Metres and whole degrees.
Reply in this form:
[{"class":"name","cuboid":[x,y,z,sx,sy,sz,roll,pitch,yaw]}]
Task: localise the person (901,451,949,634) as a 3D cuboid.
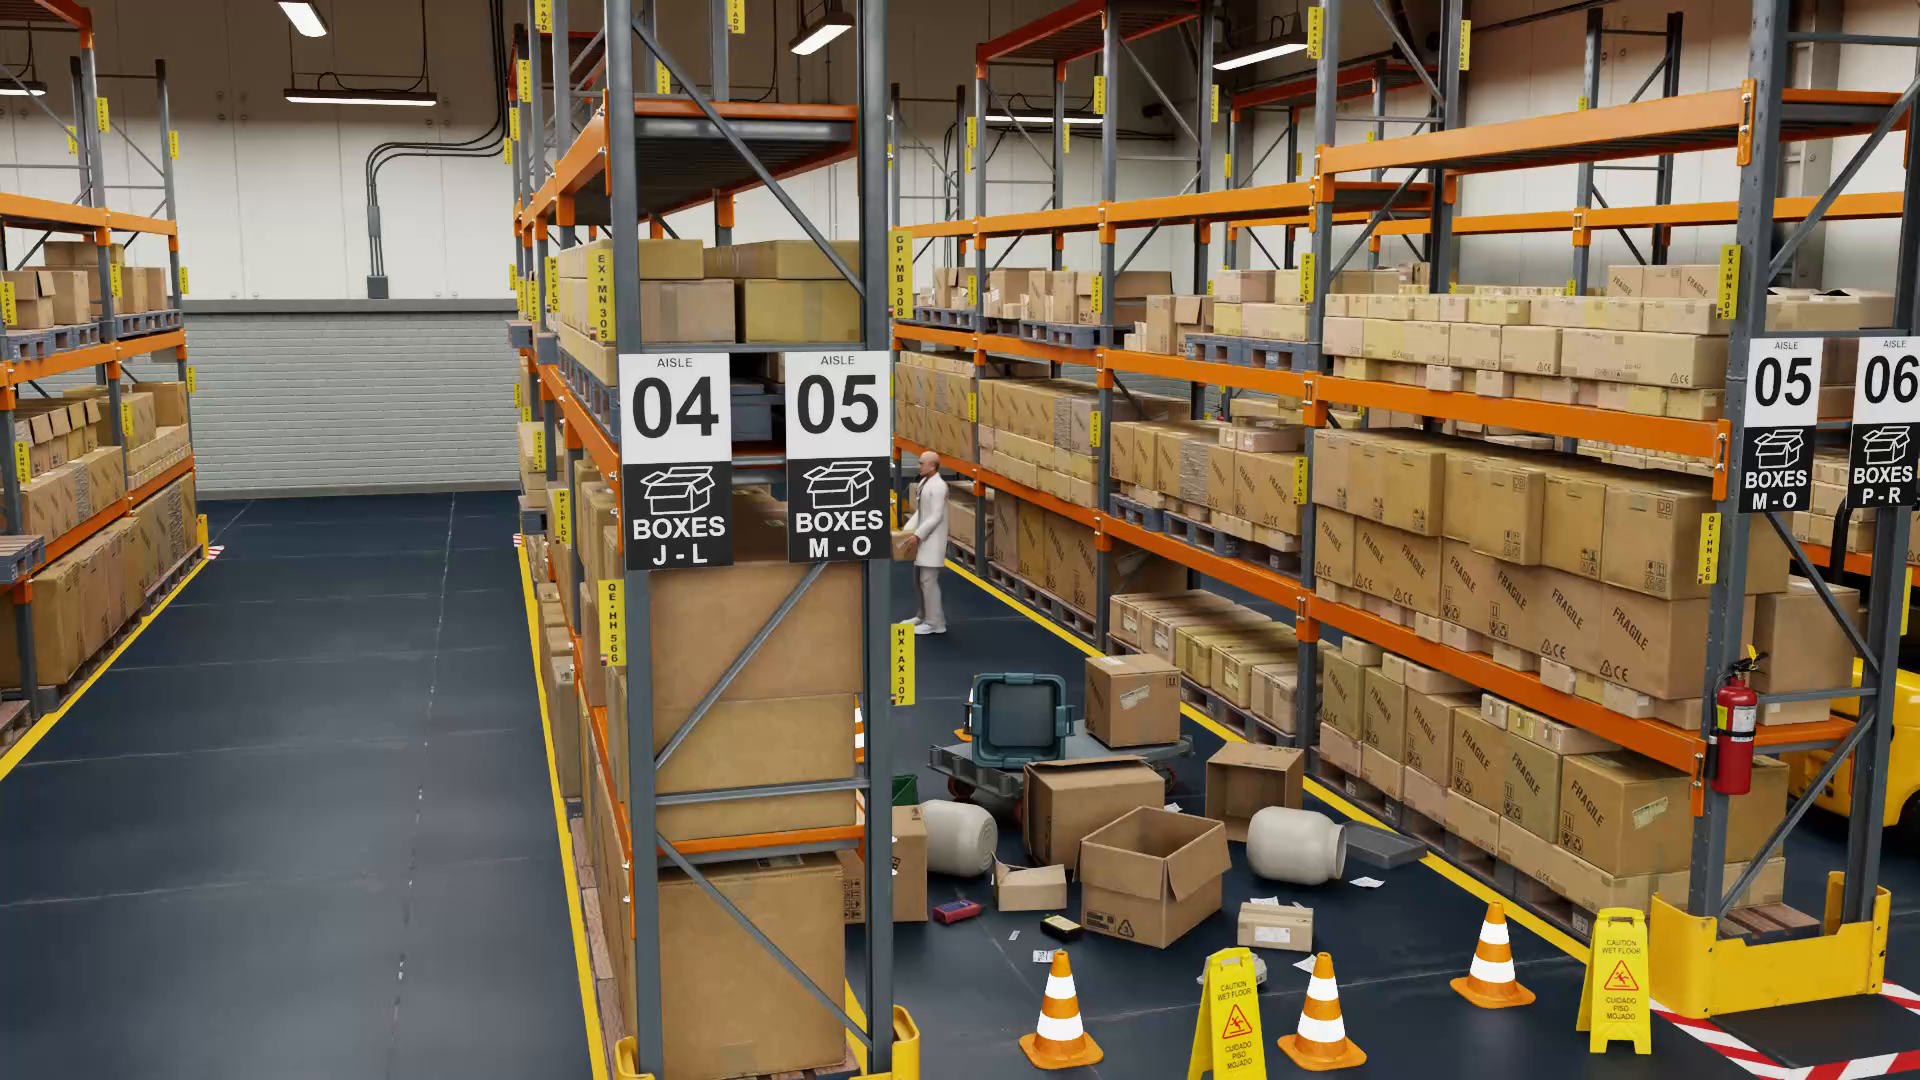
[{"class":"person","cuboid":[-0.353,0.017,16.284,0.467,1.782,0.575,-3,9,-17]}]
